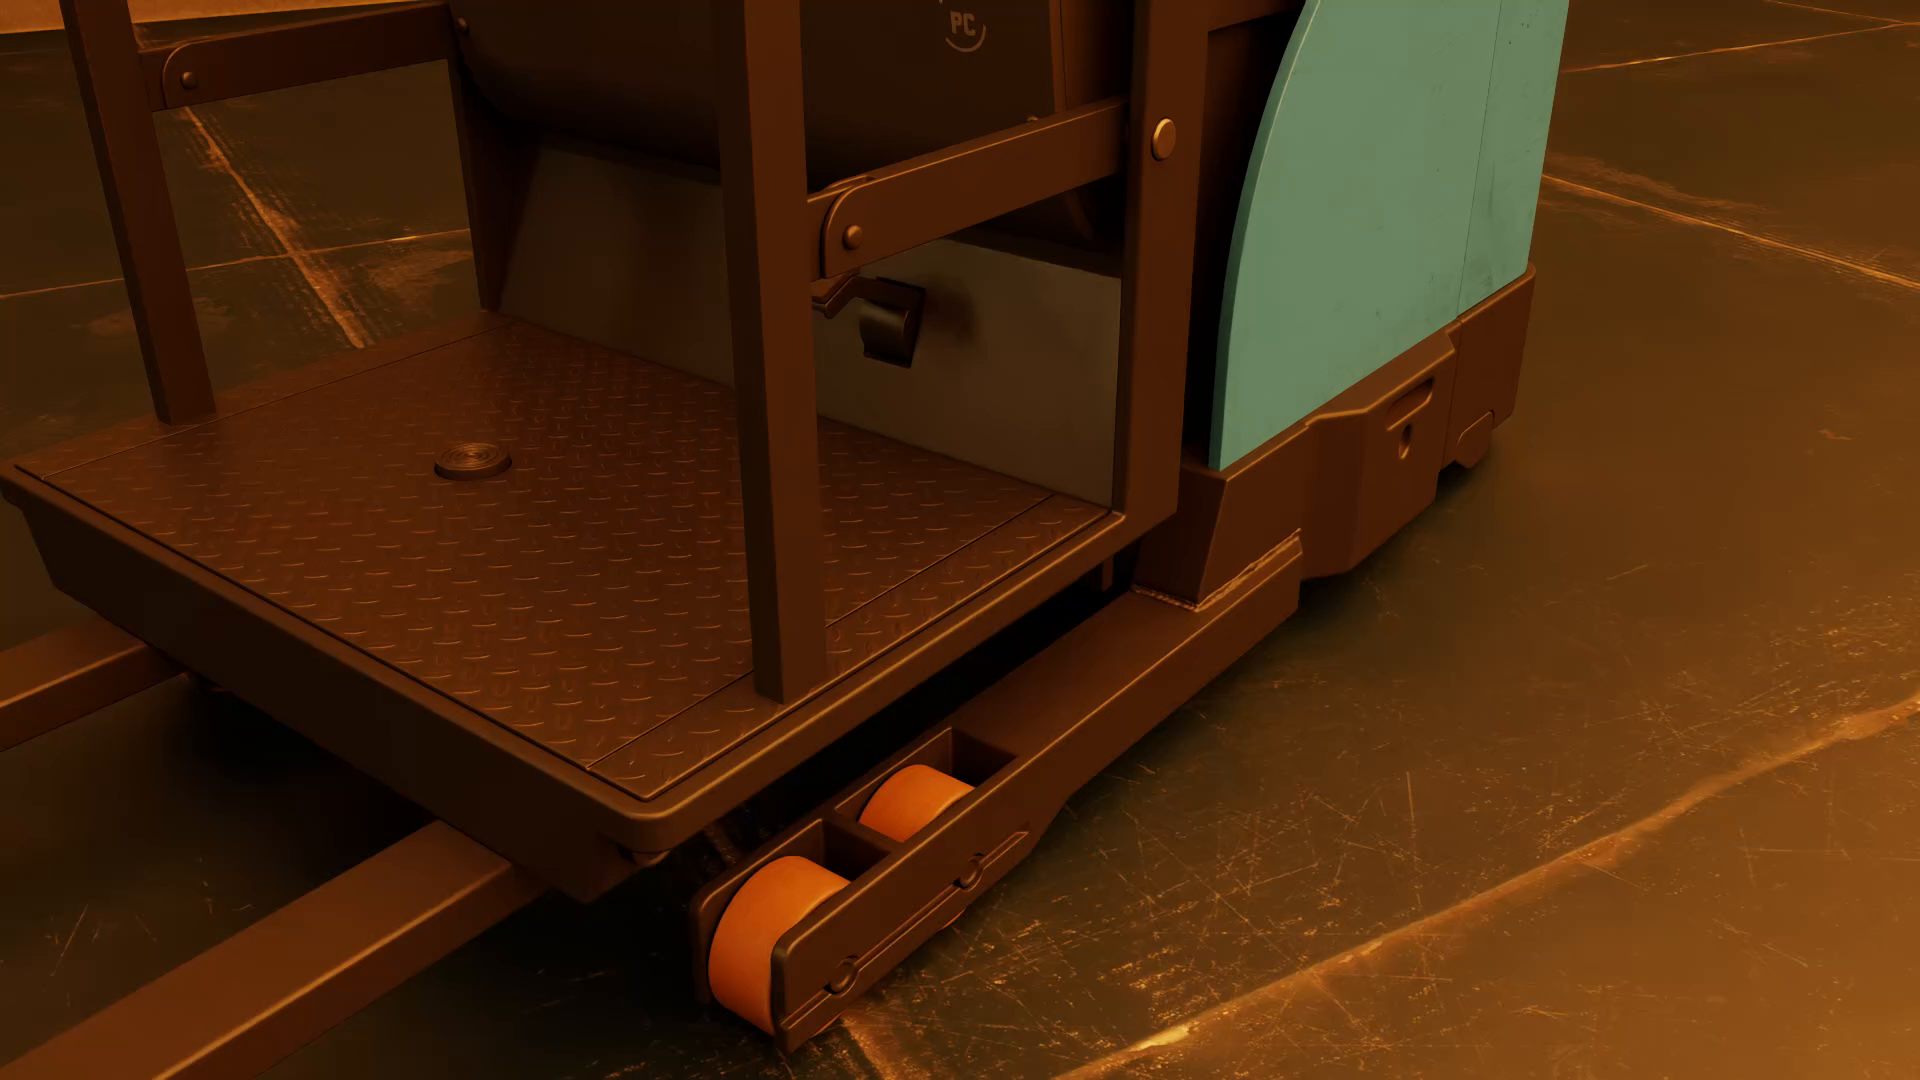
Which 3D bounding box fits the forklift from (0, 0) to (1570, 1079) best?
[{"bbox_3d":[-0.375,-1.090,1.409,1.130,2.935,3.031,19,33,33],"label":"forklift"}]
